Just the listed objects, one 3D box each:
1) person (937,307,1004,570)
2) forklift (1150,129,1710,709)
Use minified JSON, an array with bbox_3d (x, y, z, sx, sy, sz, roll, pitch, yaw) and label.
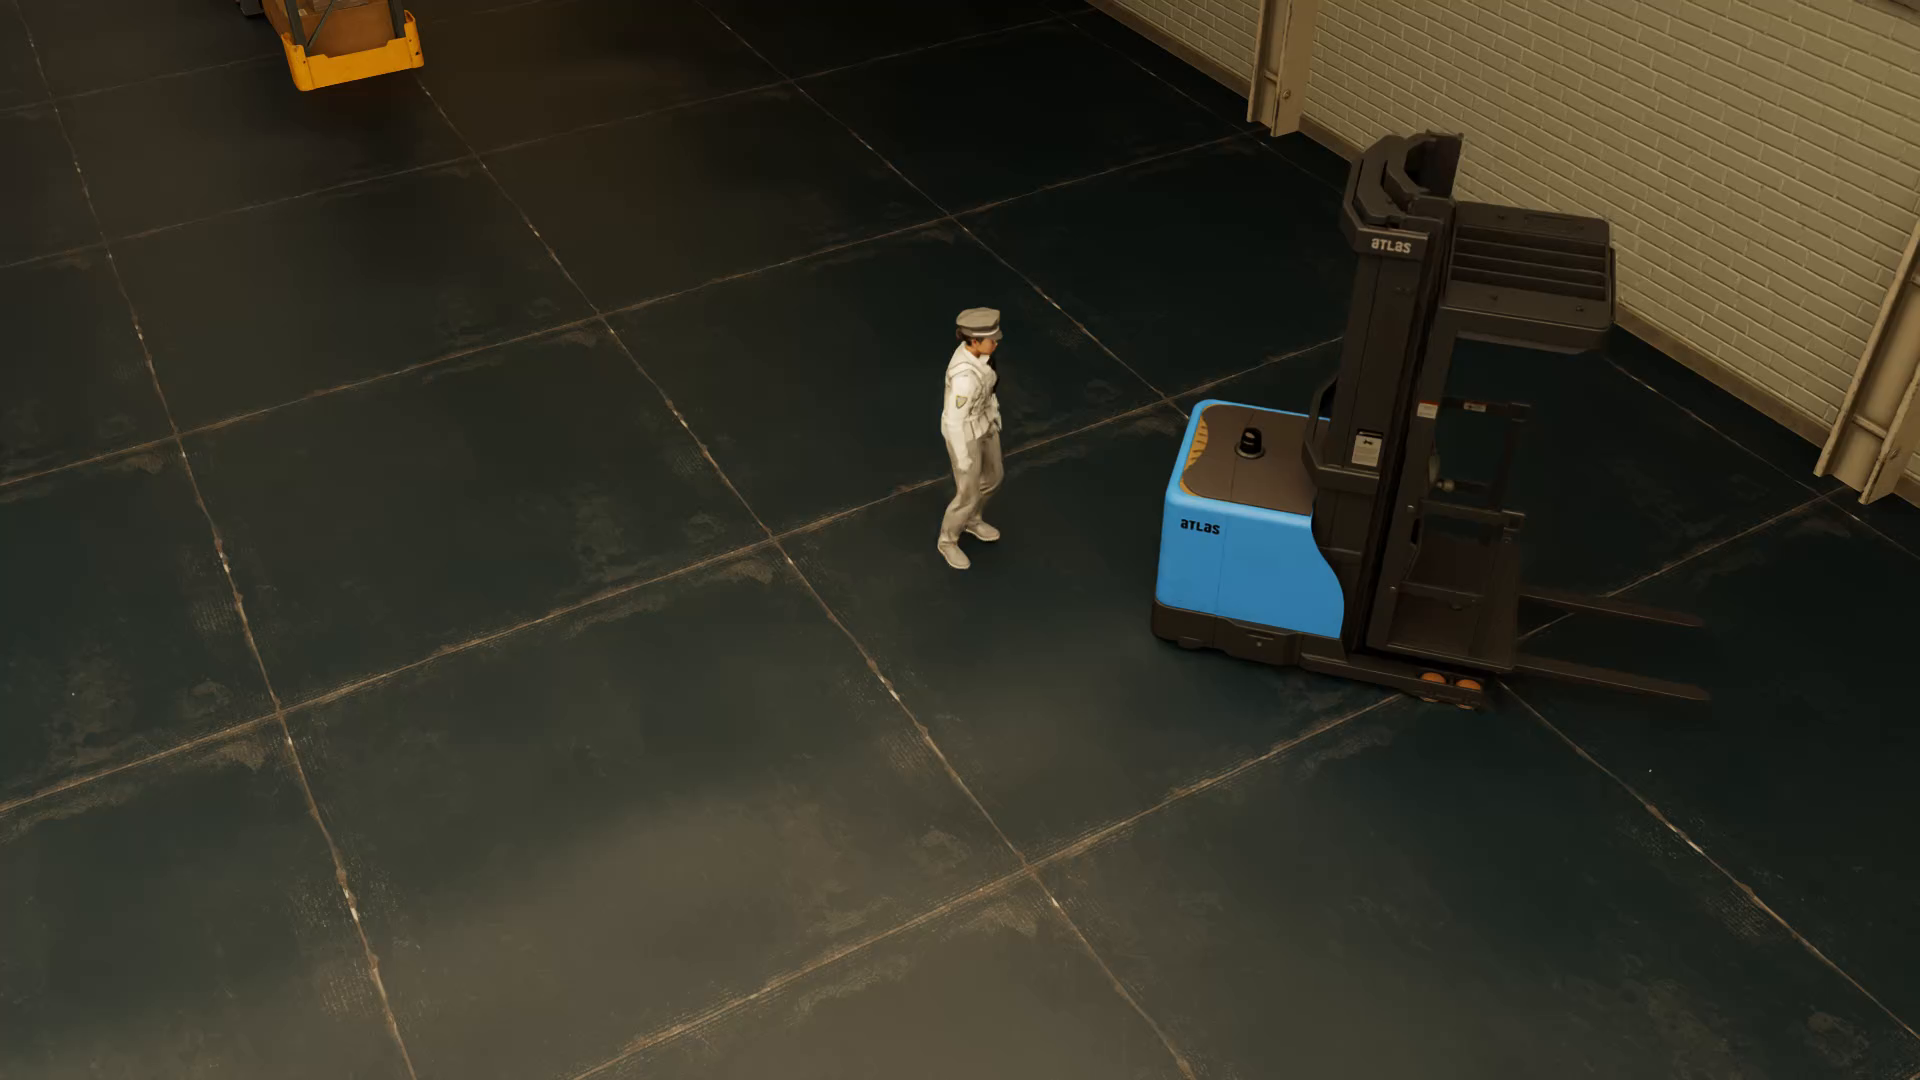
[{"bbox_3d":[0.068,-0.630,9.810,0.341,1.647,0.599,13,41,15],"label":"person"},{"bbox_3d":[2.675,-0.573,8.727,3.031,2.935,1.130,11,41,13],"label":"forklift"}]
